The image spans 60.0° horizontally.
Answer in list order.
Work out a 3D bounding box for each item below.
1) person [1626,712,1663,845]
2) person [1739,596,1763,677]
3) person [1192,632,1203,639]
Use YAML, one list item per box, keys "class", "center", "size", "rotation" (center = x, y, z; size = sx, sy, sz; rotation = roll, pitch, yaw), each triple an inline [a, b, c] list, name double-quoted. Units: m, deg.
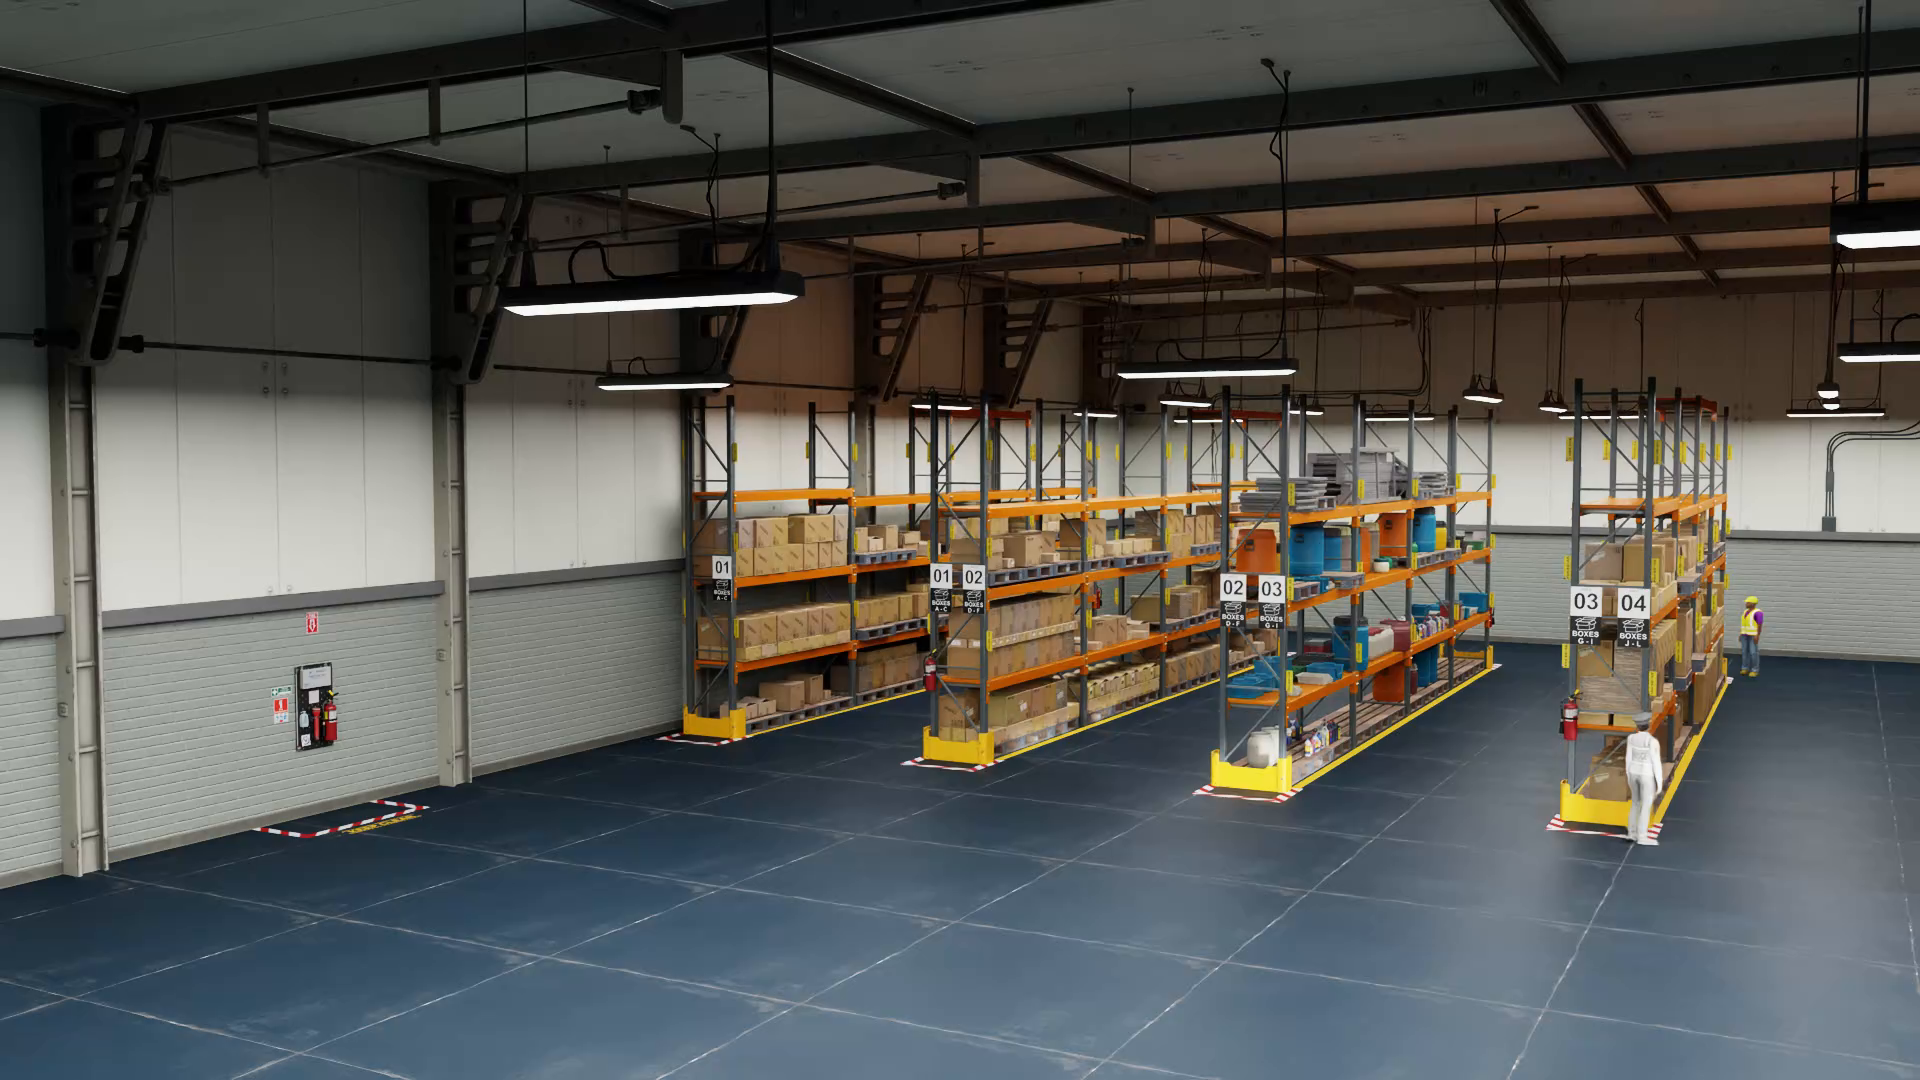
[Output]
- class: "person"
  center: [8.764, 3.067, 21.243]
  size: [0.377, 1.733, 0.548]
  rotation: [-1, 3, -24]
- class: "person"
  center: [17.760, 2.156, 37.352]
  size: [0.395, 1.783, 0.571]
  rotation: [-2, 3, -29]
- class: "person"
  center: [6.186, 1.916, 43.062]
  size: [0.474, 1.648, 0.596]
  rotation: [0, 3, 2]
